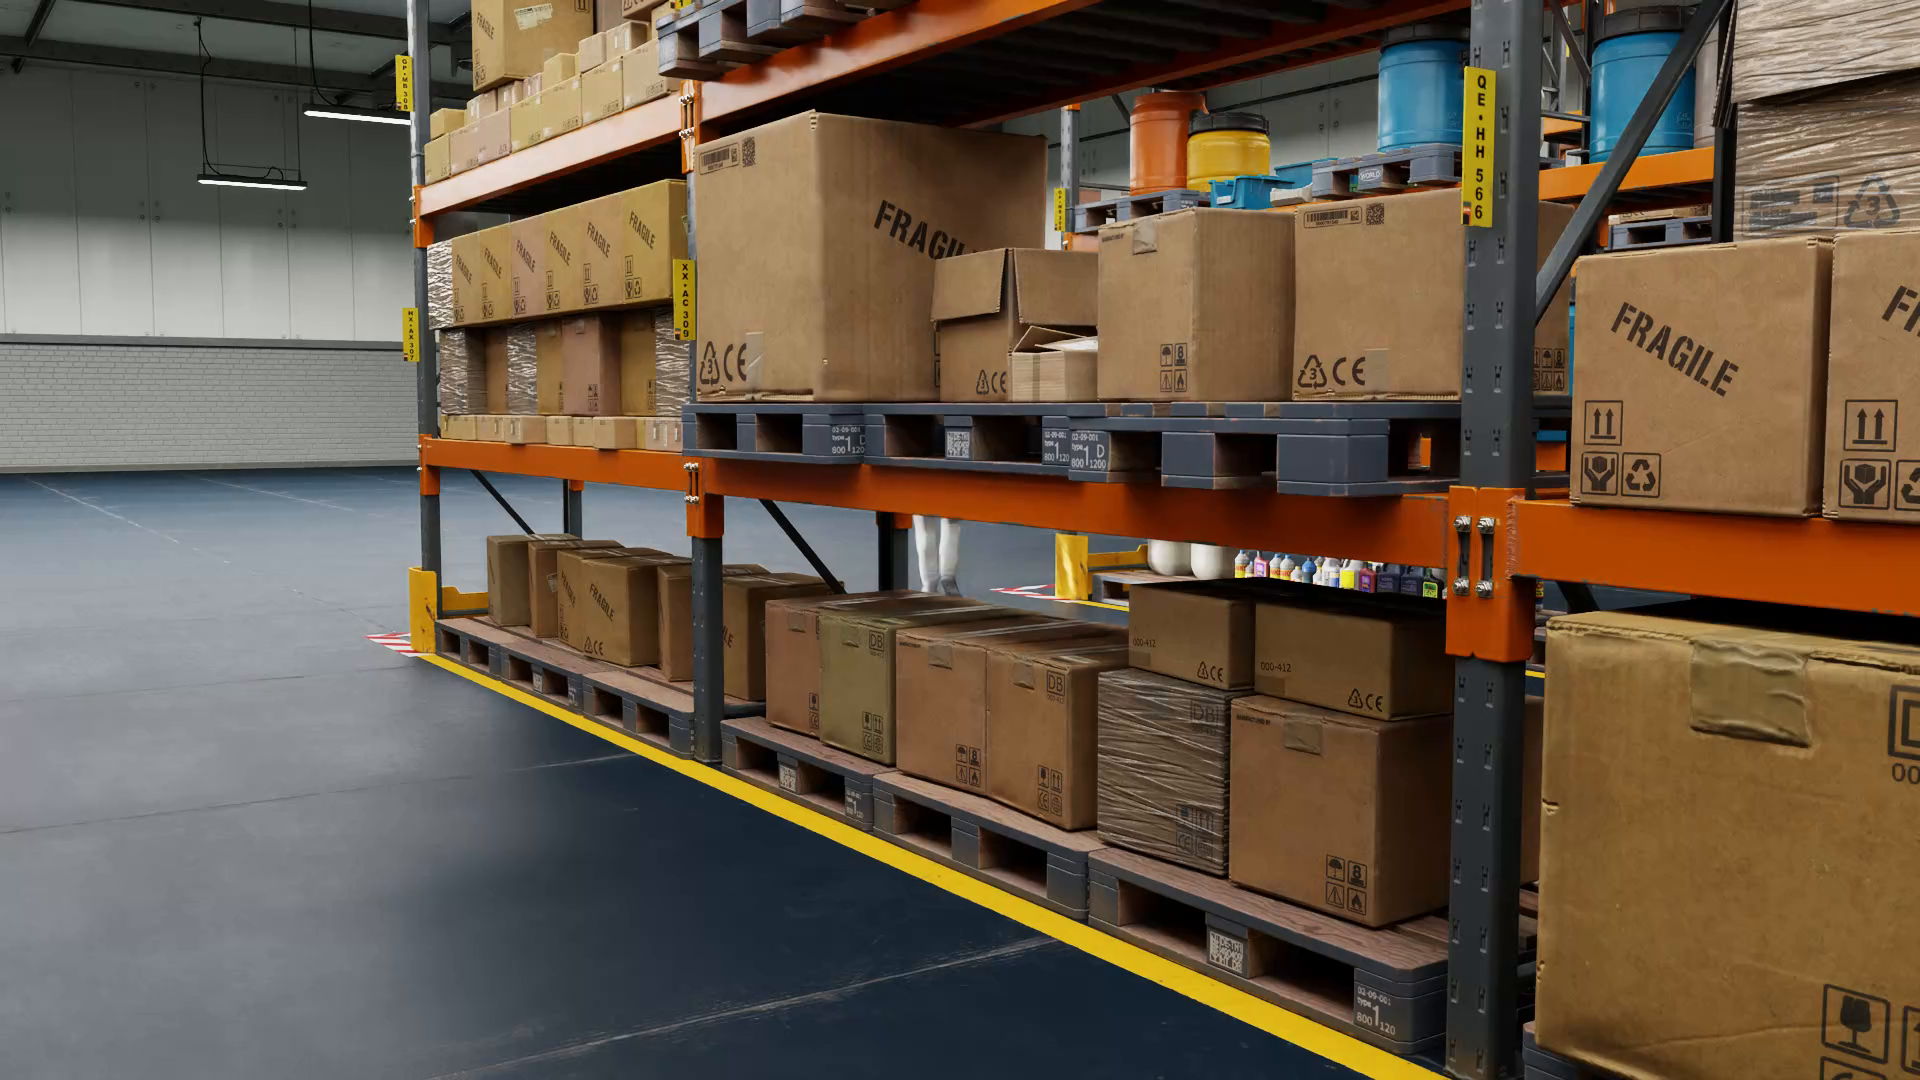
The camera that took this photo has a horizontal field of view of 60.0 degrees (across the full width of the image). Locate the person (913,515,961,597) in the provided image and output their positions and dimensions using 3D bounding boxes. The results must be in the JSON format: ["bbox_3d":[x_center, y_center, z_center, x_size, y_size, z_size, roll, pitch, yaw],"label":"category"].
[{"bbox_3d":[-0.187,-0.409,12.923,0.576,1.839,0.489,-1,5,-8],"label":"person"}]
